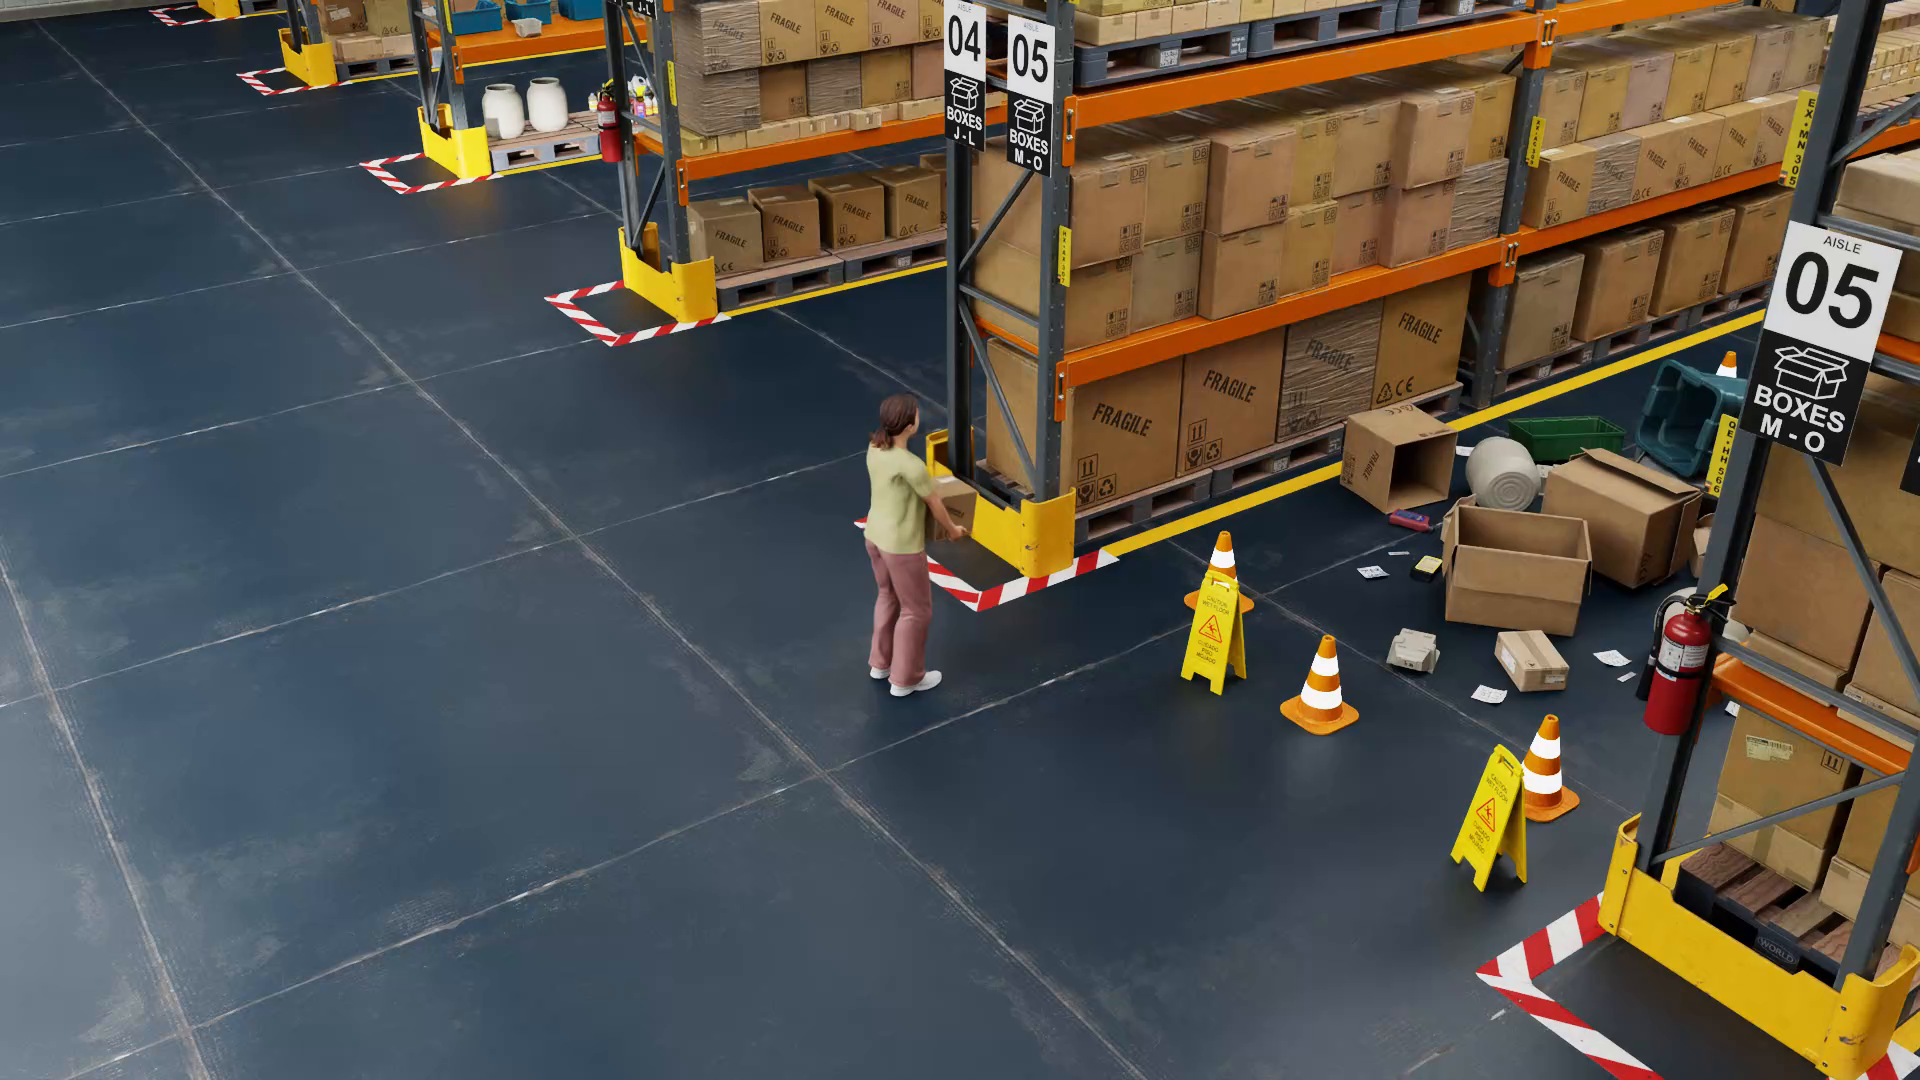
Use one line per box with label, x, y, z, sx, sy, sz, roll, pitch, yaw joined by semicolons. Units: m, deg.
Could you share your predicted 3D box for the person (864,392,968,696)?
person;-0.245;-0.005;8.649;0.501;1.667;0.408;-19;34;-31
